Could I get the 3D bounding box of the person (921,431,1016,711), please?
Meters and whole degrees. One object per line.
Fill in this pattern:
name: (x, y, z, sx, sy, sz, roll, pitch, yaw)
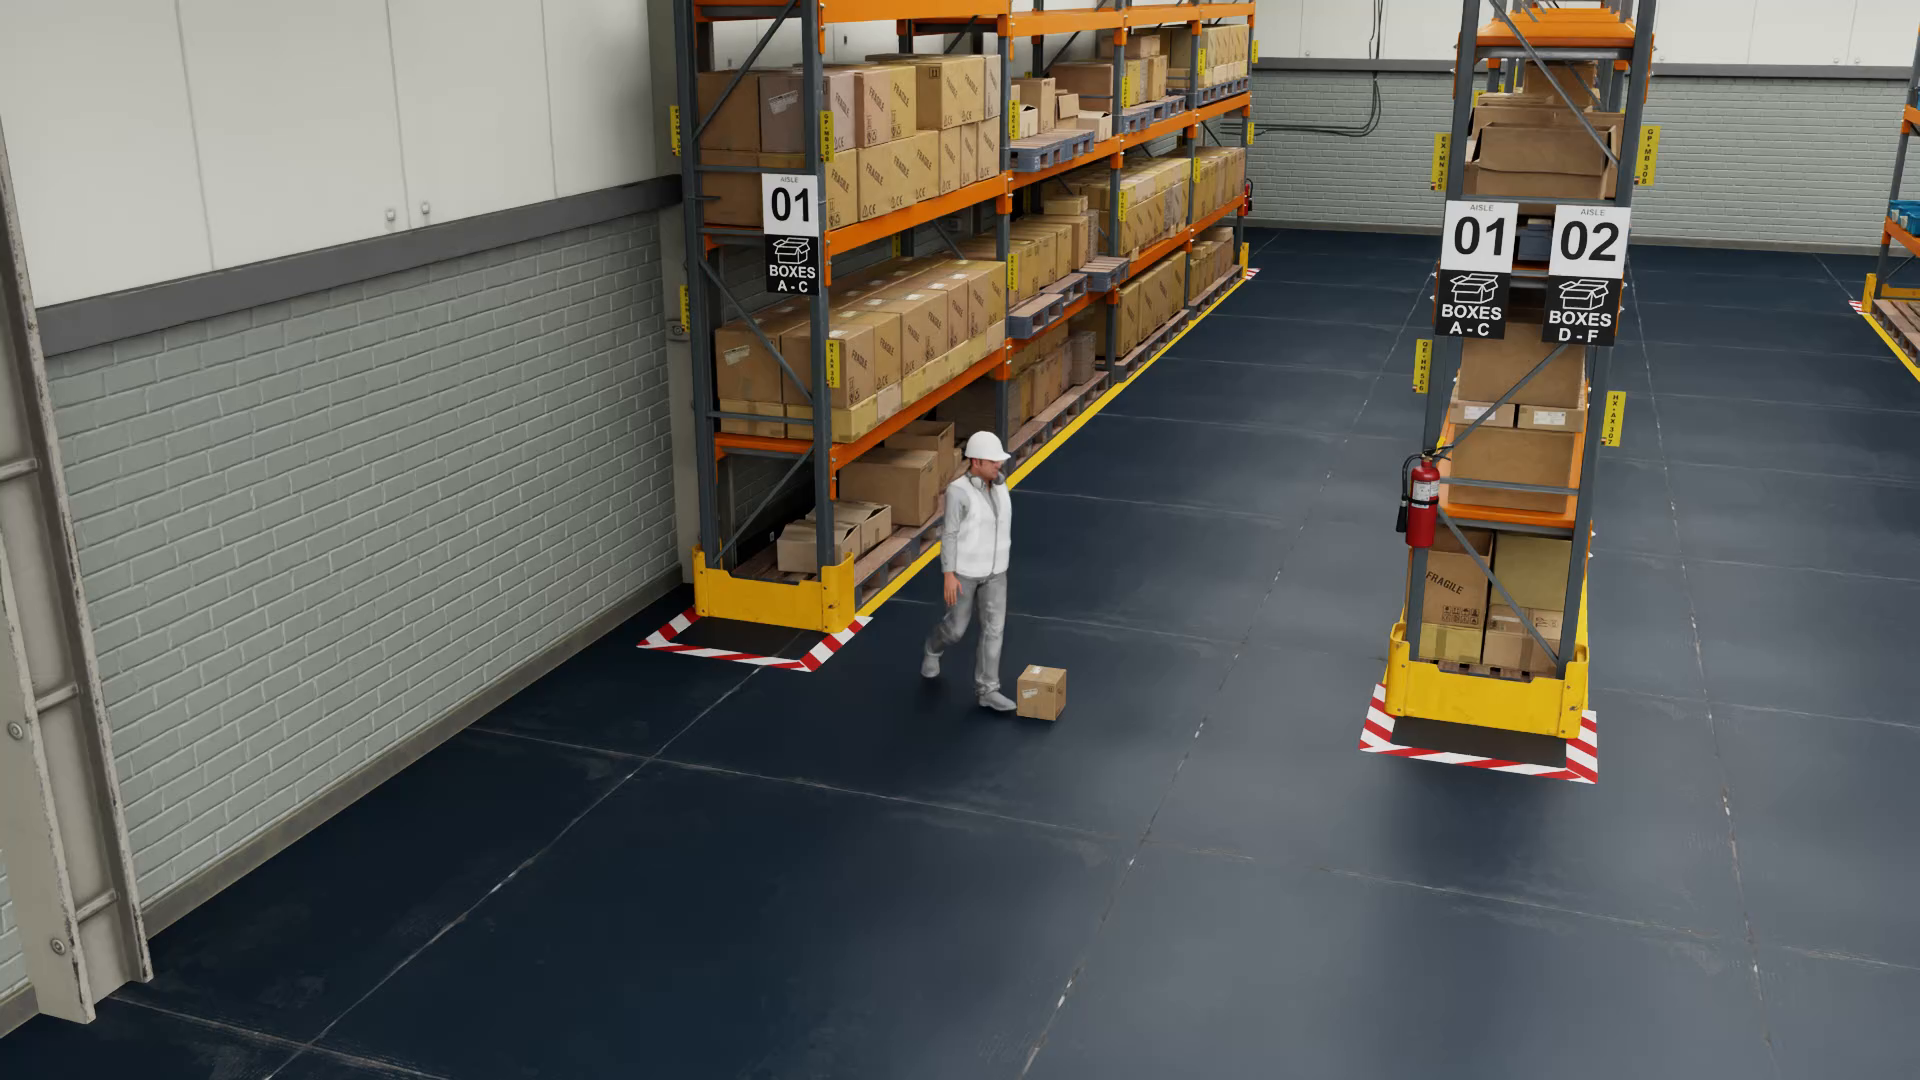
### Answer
person: (0.065, 0.169, 10.527, 0.613, 1.760, 0.871, -14, 23, -36)
